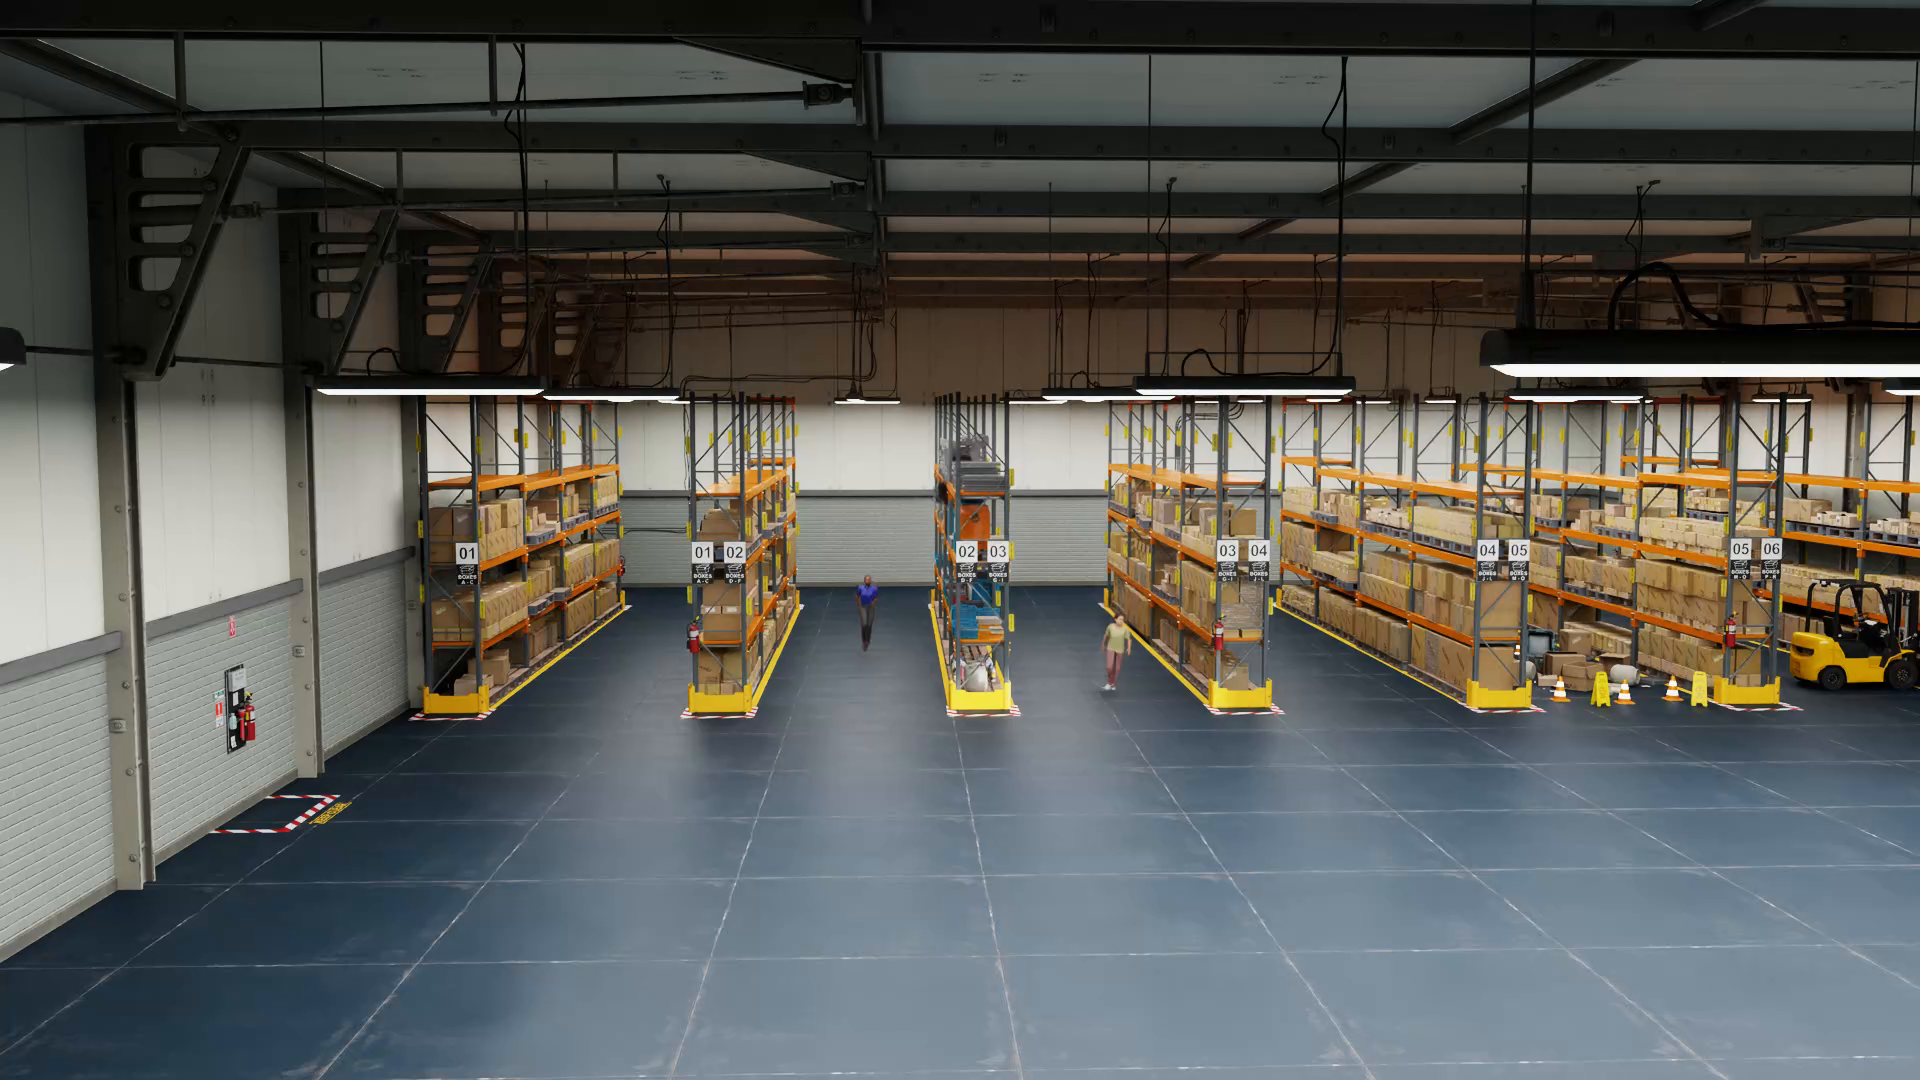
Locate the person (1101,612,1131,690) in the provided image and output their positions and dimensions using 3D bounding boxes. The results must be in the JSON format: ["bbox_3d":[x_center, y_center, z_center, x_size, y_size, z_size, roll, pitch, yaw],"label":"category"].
[{"bbox_3d":[3.140,2.227,33.279,0.546,1.615,0.695,0,5,-6],"label":"person"}]

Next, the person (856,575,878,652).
[{"bbox_3d":[-2.089,1.639,37.587,0.488,1.731,0.771,-1,5,-12],"label":"person"}]
